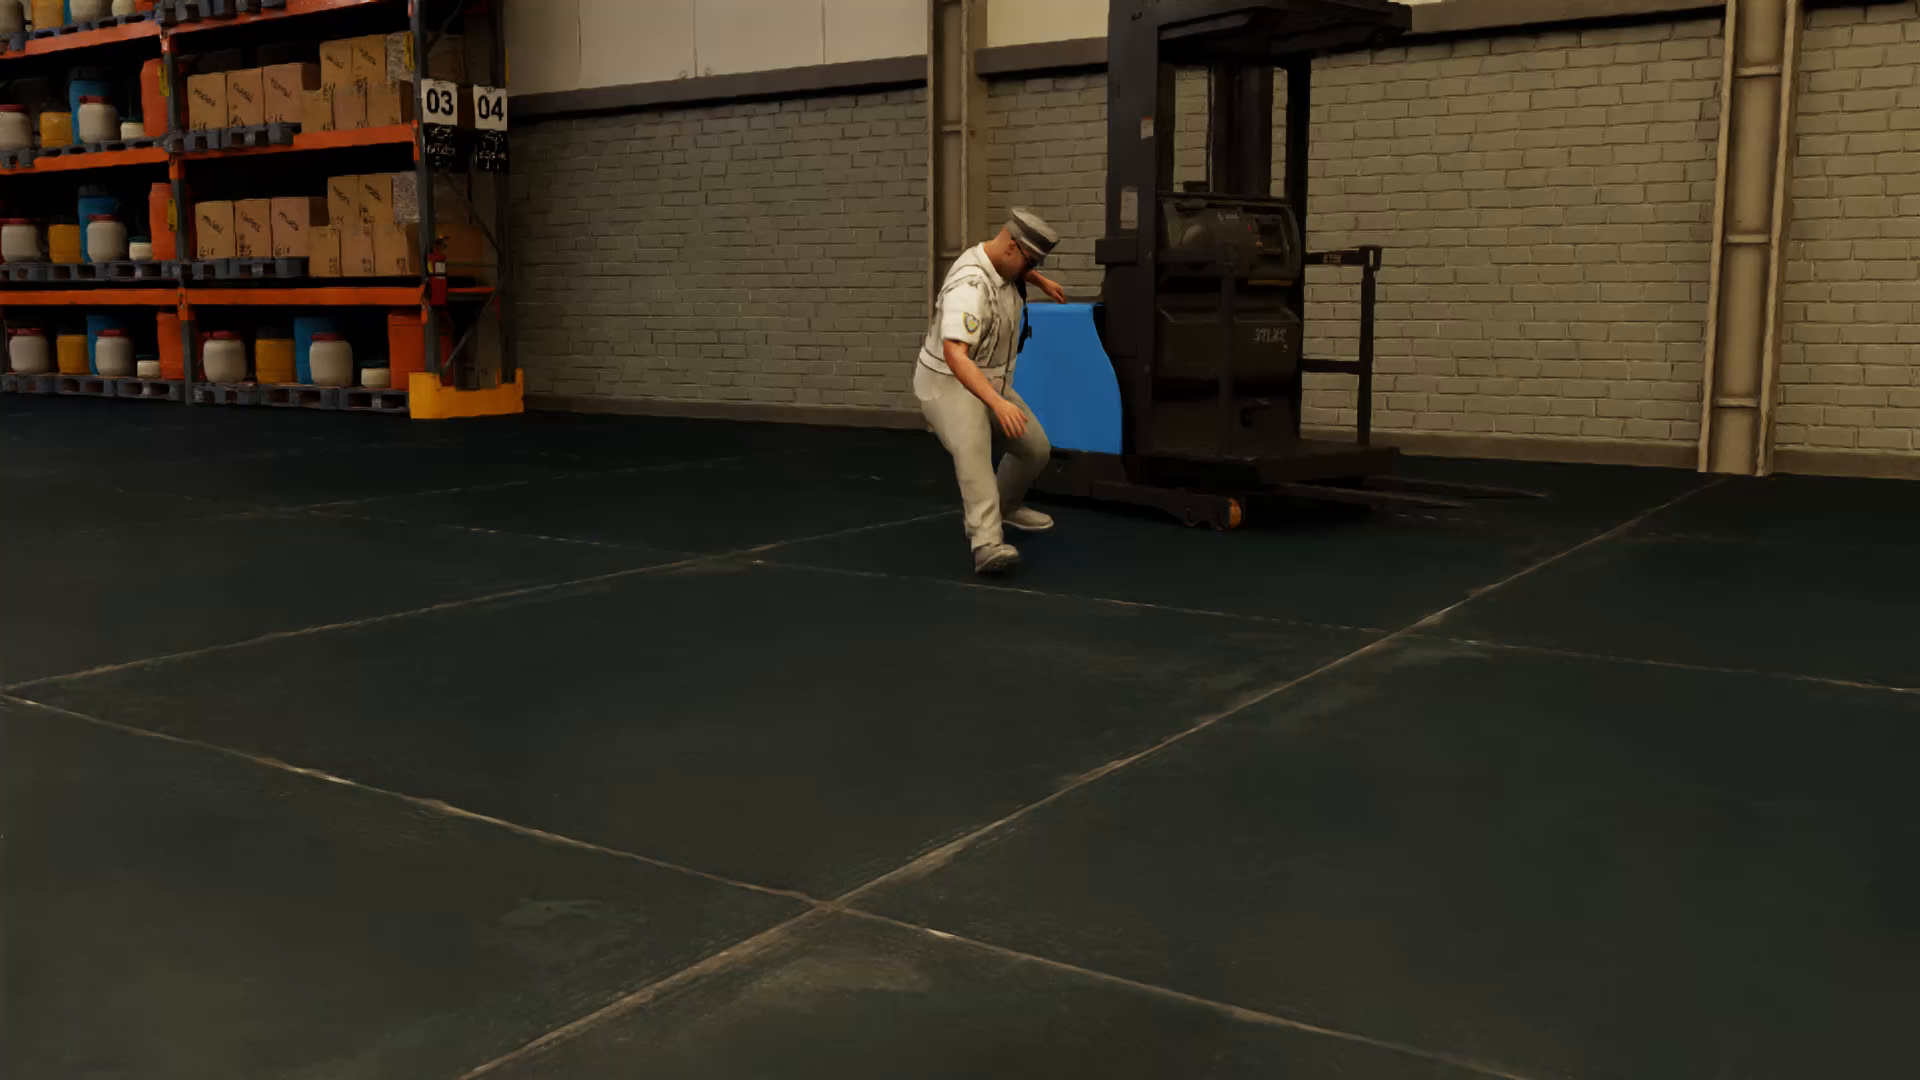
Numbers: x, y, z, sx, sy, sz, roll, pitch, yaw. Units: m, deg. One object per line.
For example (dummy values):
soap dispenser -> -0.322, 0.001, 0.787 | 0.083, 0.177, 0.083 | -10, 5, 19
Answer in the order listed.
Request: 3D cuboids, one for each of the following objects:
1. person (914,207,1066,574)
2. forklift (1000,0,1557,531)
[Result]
person -> 0.191, -0.640, 6.996 | 0.750, 1.455, 1.252 | 5, 9, 30
forklift -> 1.496, -1.570, 8.235 | 1.130, 2.935, 3.031 | -6, 10, -36
